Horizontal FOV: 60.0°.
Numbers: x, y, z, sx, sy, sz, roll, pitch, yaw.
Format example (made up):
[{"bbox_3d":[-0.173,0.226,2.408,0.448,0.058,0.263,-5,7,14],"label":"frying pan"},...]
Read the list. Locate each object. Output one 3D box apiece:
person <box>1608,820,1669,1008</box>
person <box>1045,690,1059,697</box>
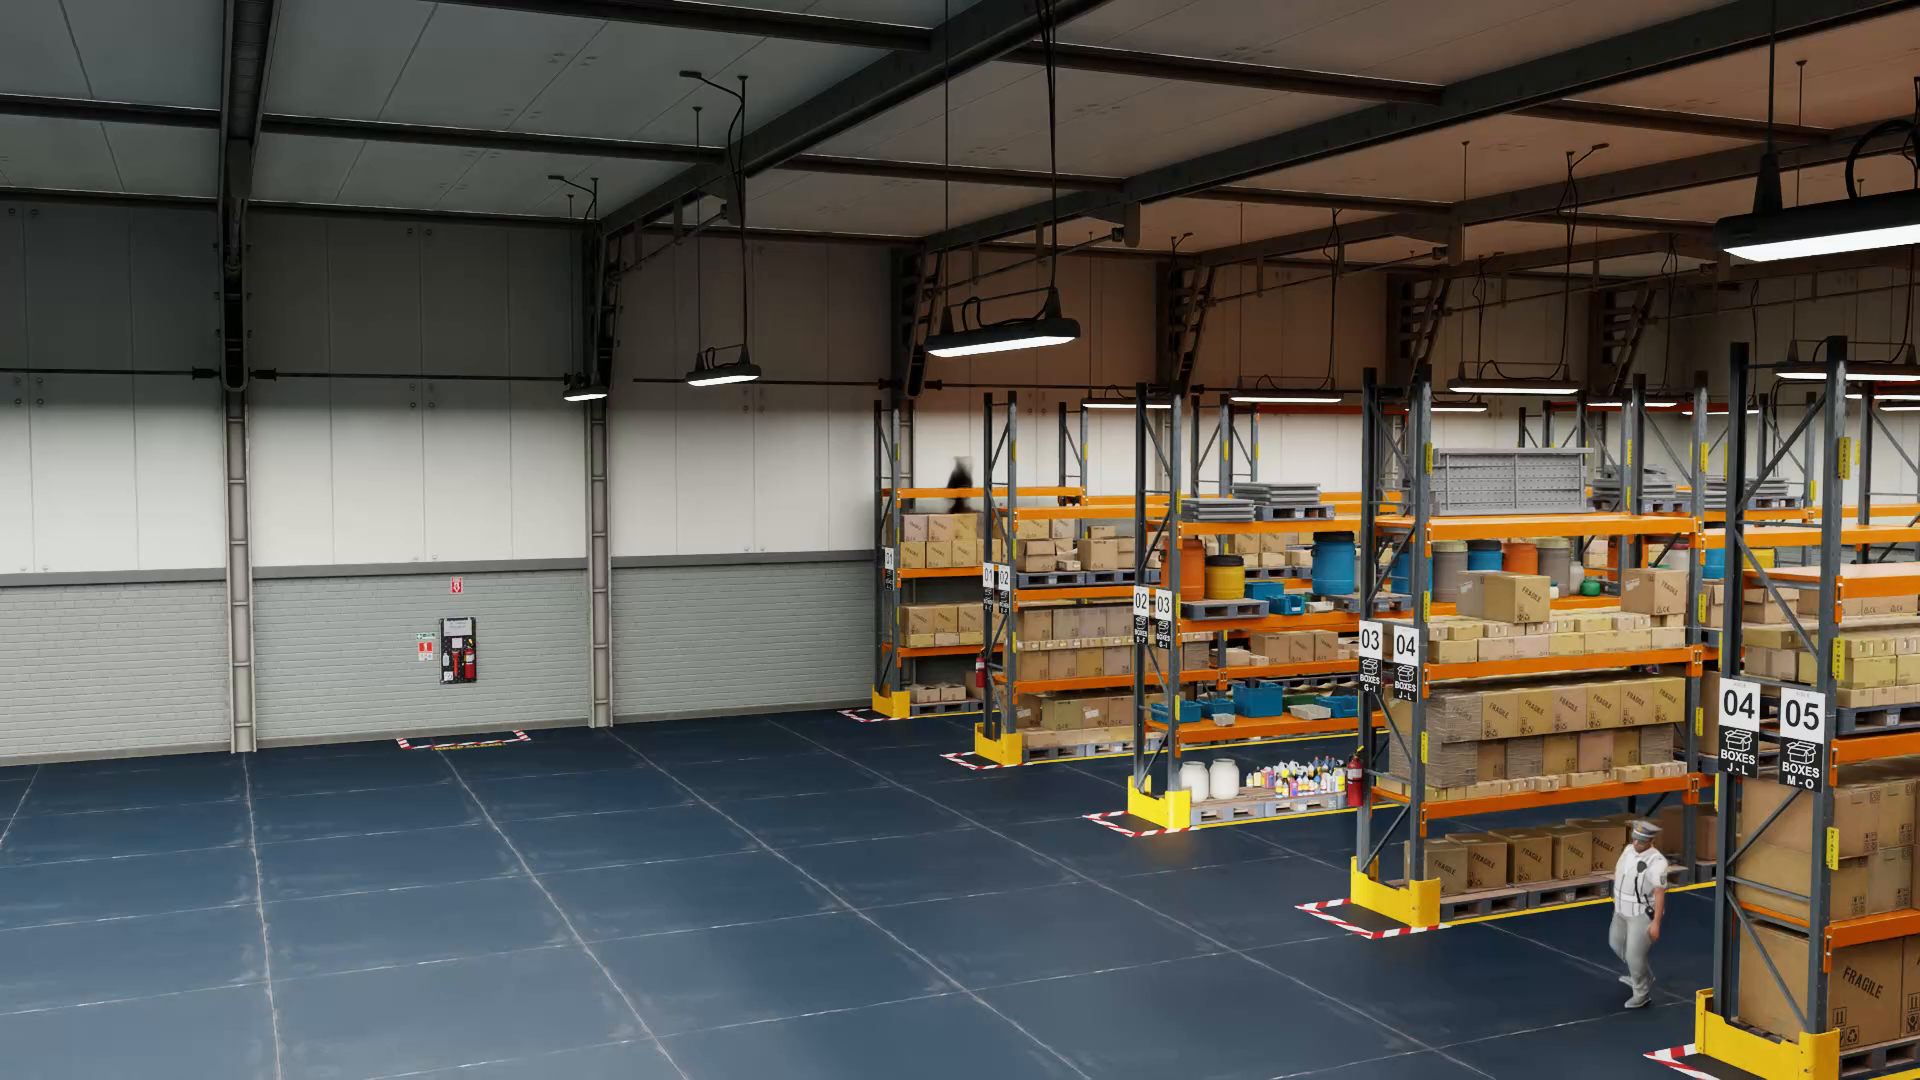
[{"bbox_3d":[6.273,3.415,15.335,0.570,1.713,0.745,-1,3,-14],"label":"person"},{"bbox_3d":[1.724,2.552,30.209,0.829,1.774,0.637,-2,4,-34],"label":"person"}]
